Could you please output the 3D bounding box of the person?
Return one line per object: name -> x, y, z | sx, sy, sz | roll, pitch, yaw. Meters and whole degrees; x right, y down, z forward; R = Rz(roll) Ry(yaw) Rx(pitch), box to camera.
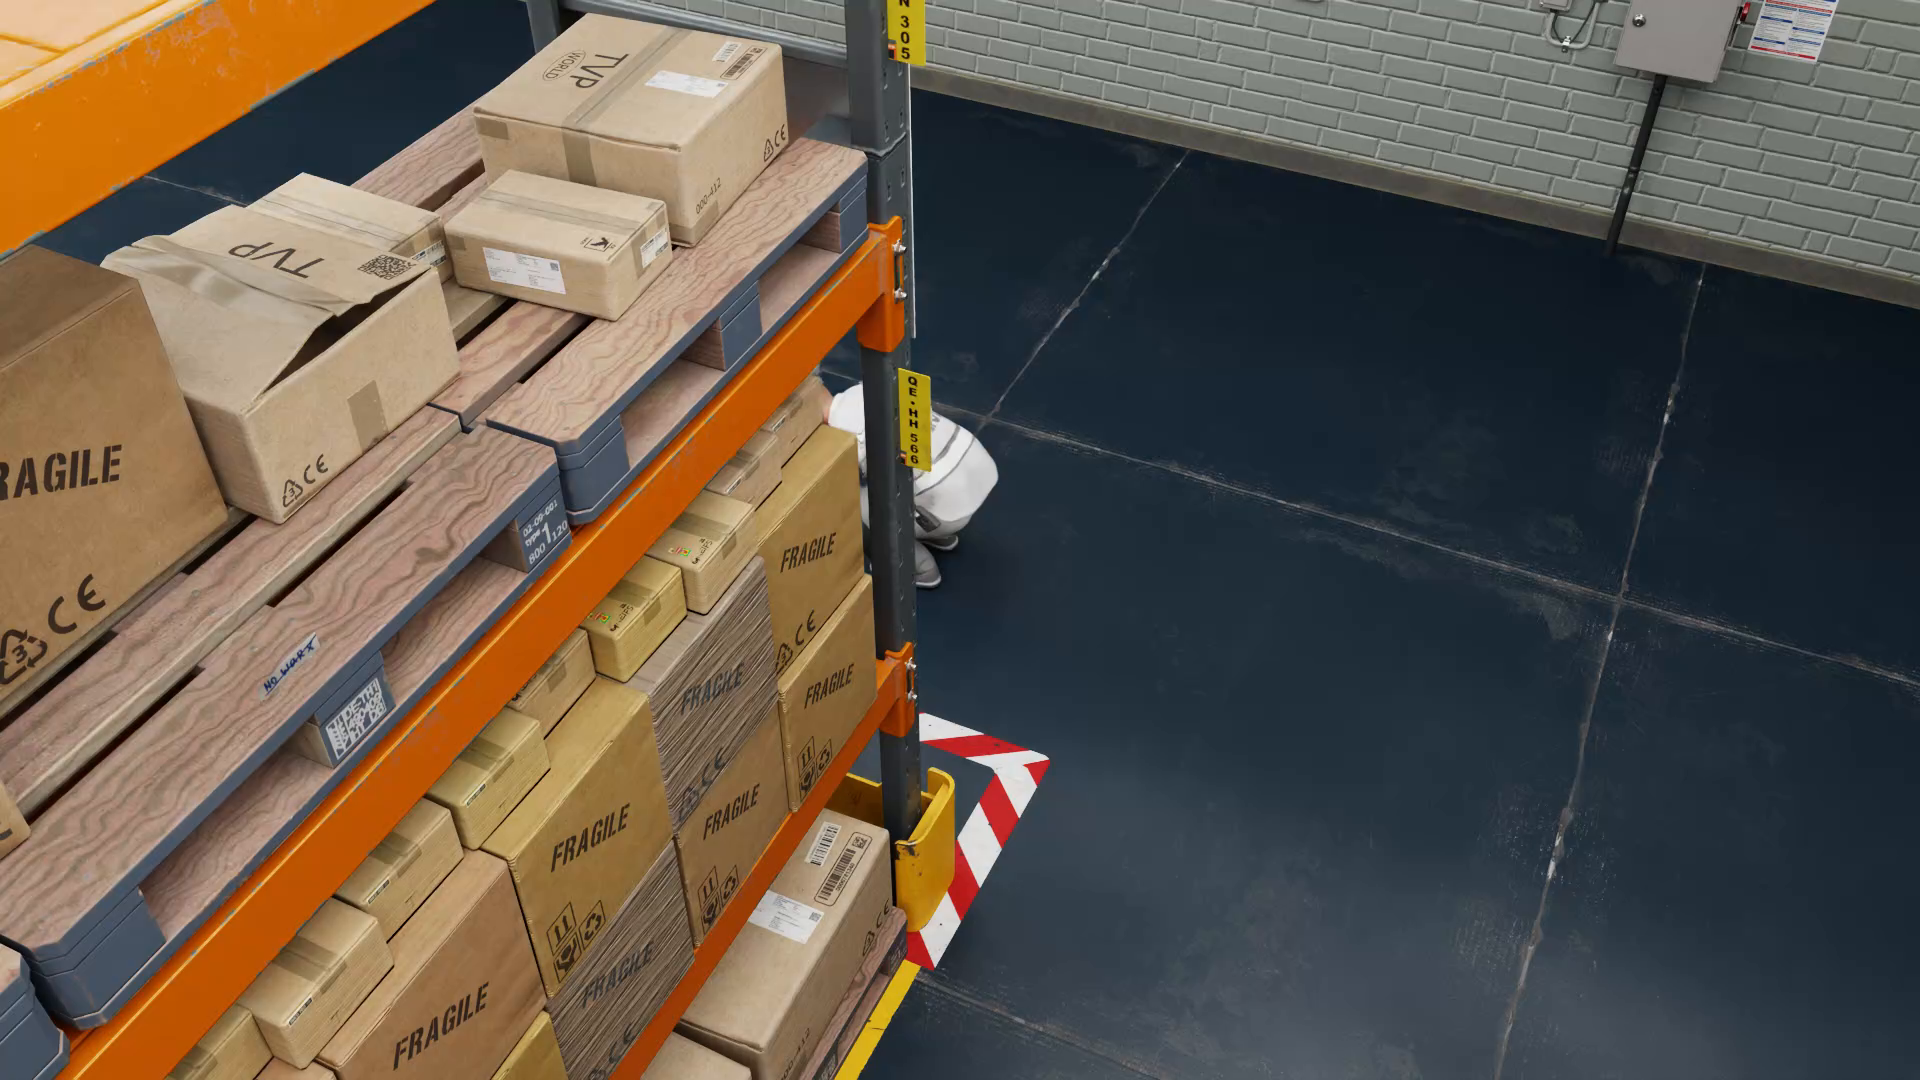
person -> -0.325, -0.289, 7.112 | 0.955, 0.920, 0.554 | 17, 45, 18
